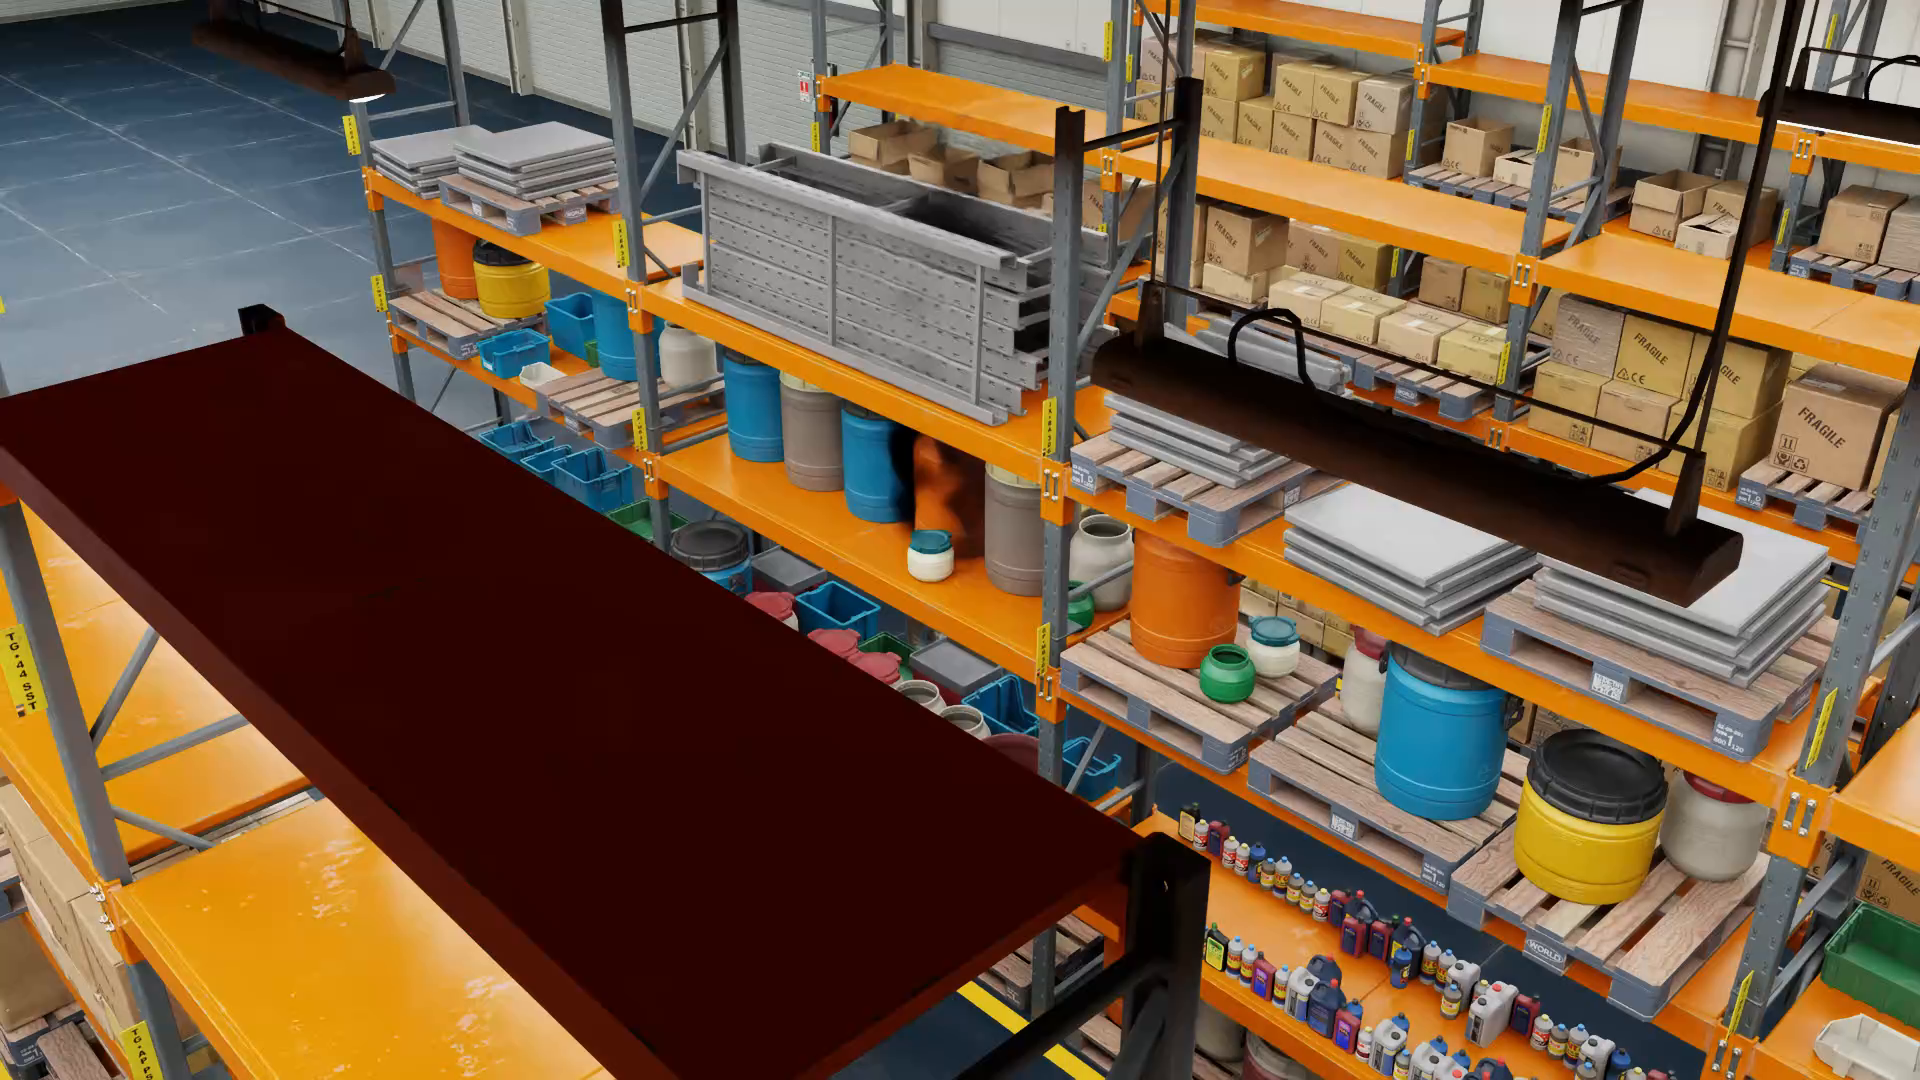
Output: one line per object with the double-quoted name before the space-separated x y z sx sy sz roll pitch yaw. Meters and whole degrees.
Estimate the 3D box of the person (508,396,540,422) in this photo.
"person" -5.135 -2.113 19.062 0.531 1.661 0.570 -6 29 -11

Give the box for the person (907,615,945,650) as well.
"person" -0.256 0.491 13.558 0.777 1.712 0.620 23 36 36
